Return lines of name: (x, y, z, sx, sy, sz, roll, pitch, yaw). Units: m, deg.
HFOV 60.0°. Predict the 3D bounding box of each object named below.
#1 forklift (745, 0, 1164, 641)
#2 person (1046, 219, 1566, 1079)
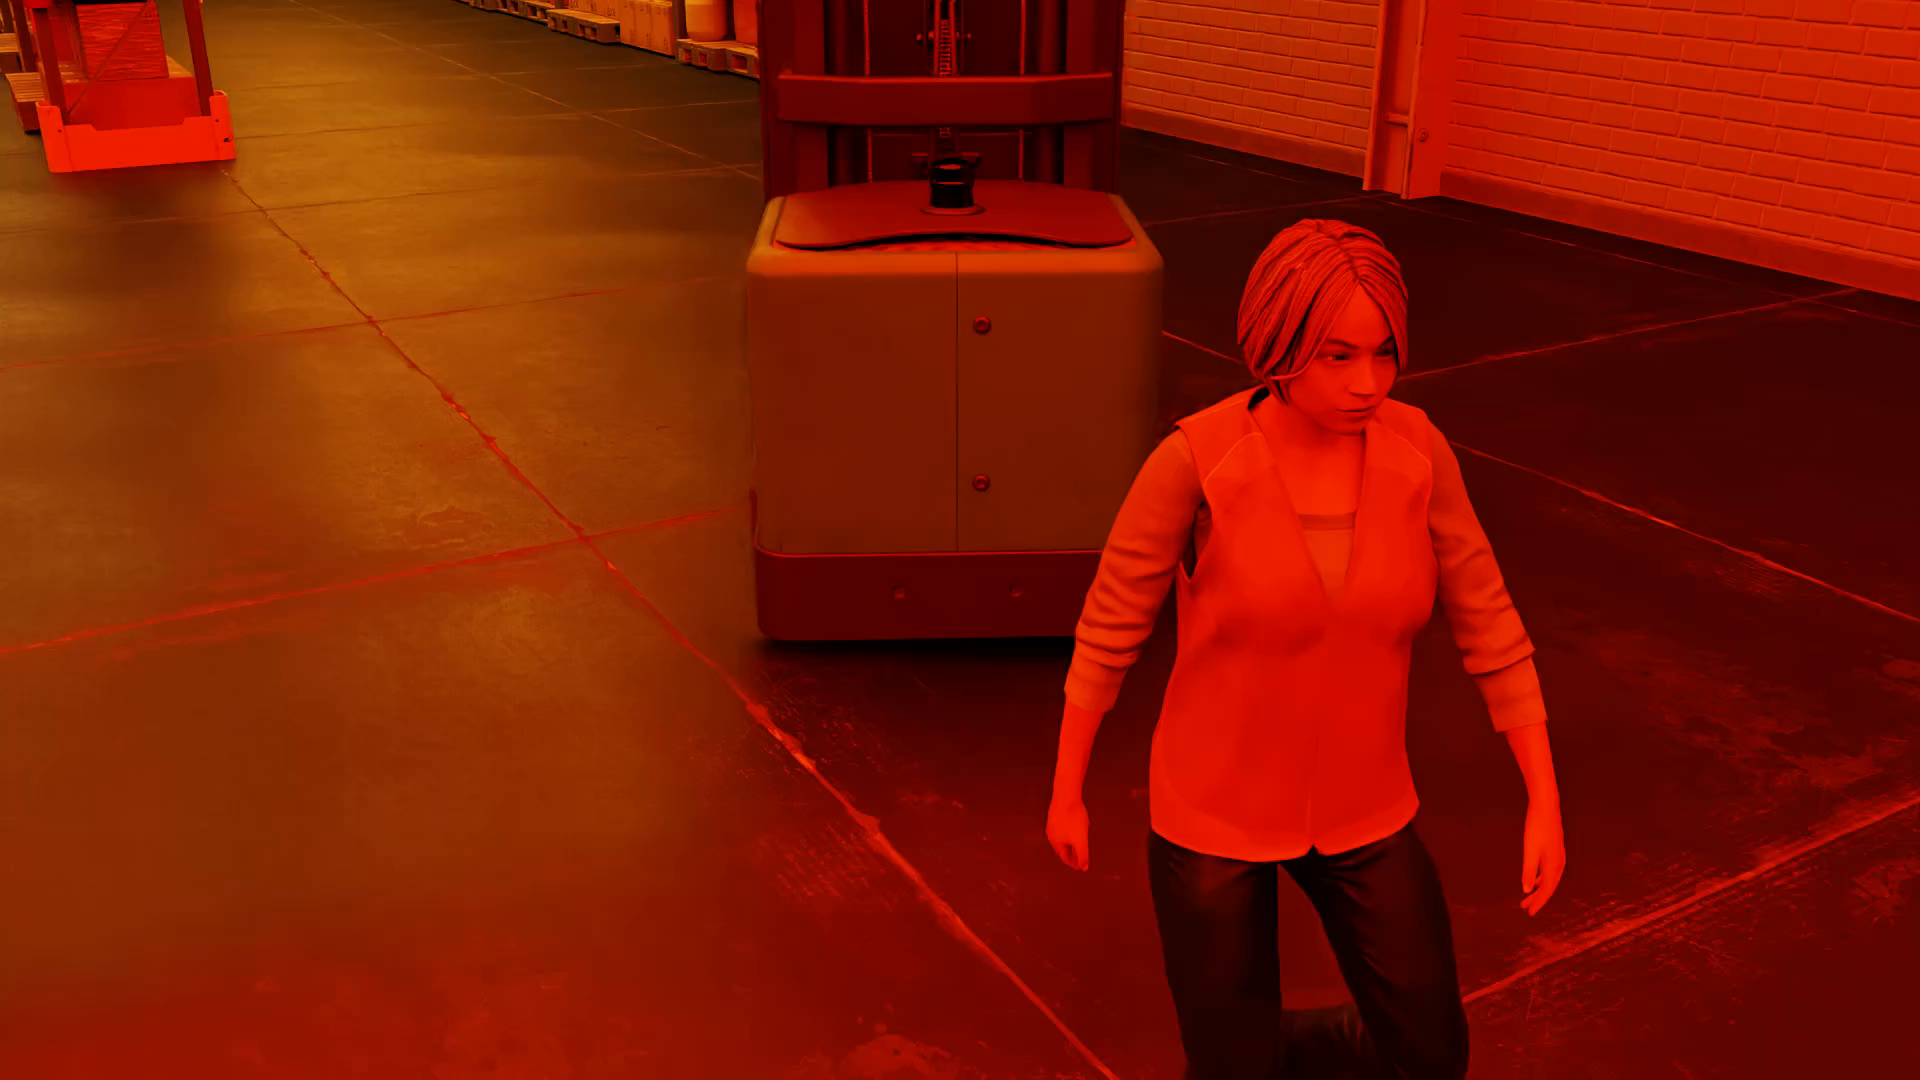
forklift: (-0.068, -1.607, 5.191, 1.130, 2.935, 3.031, -1, 22, -2)
person: (0.426, 0.361, 2.184, 0.600, 1.578, 0.443, -4, 23, -10)
